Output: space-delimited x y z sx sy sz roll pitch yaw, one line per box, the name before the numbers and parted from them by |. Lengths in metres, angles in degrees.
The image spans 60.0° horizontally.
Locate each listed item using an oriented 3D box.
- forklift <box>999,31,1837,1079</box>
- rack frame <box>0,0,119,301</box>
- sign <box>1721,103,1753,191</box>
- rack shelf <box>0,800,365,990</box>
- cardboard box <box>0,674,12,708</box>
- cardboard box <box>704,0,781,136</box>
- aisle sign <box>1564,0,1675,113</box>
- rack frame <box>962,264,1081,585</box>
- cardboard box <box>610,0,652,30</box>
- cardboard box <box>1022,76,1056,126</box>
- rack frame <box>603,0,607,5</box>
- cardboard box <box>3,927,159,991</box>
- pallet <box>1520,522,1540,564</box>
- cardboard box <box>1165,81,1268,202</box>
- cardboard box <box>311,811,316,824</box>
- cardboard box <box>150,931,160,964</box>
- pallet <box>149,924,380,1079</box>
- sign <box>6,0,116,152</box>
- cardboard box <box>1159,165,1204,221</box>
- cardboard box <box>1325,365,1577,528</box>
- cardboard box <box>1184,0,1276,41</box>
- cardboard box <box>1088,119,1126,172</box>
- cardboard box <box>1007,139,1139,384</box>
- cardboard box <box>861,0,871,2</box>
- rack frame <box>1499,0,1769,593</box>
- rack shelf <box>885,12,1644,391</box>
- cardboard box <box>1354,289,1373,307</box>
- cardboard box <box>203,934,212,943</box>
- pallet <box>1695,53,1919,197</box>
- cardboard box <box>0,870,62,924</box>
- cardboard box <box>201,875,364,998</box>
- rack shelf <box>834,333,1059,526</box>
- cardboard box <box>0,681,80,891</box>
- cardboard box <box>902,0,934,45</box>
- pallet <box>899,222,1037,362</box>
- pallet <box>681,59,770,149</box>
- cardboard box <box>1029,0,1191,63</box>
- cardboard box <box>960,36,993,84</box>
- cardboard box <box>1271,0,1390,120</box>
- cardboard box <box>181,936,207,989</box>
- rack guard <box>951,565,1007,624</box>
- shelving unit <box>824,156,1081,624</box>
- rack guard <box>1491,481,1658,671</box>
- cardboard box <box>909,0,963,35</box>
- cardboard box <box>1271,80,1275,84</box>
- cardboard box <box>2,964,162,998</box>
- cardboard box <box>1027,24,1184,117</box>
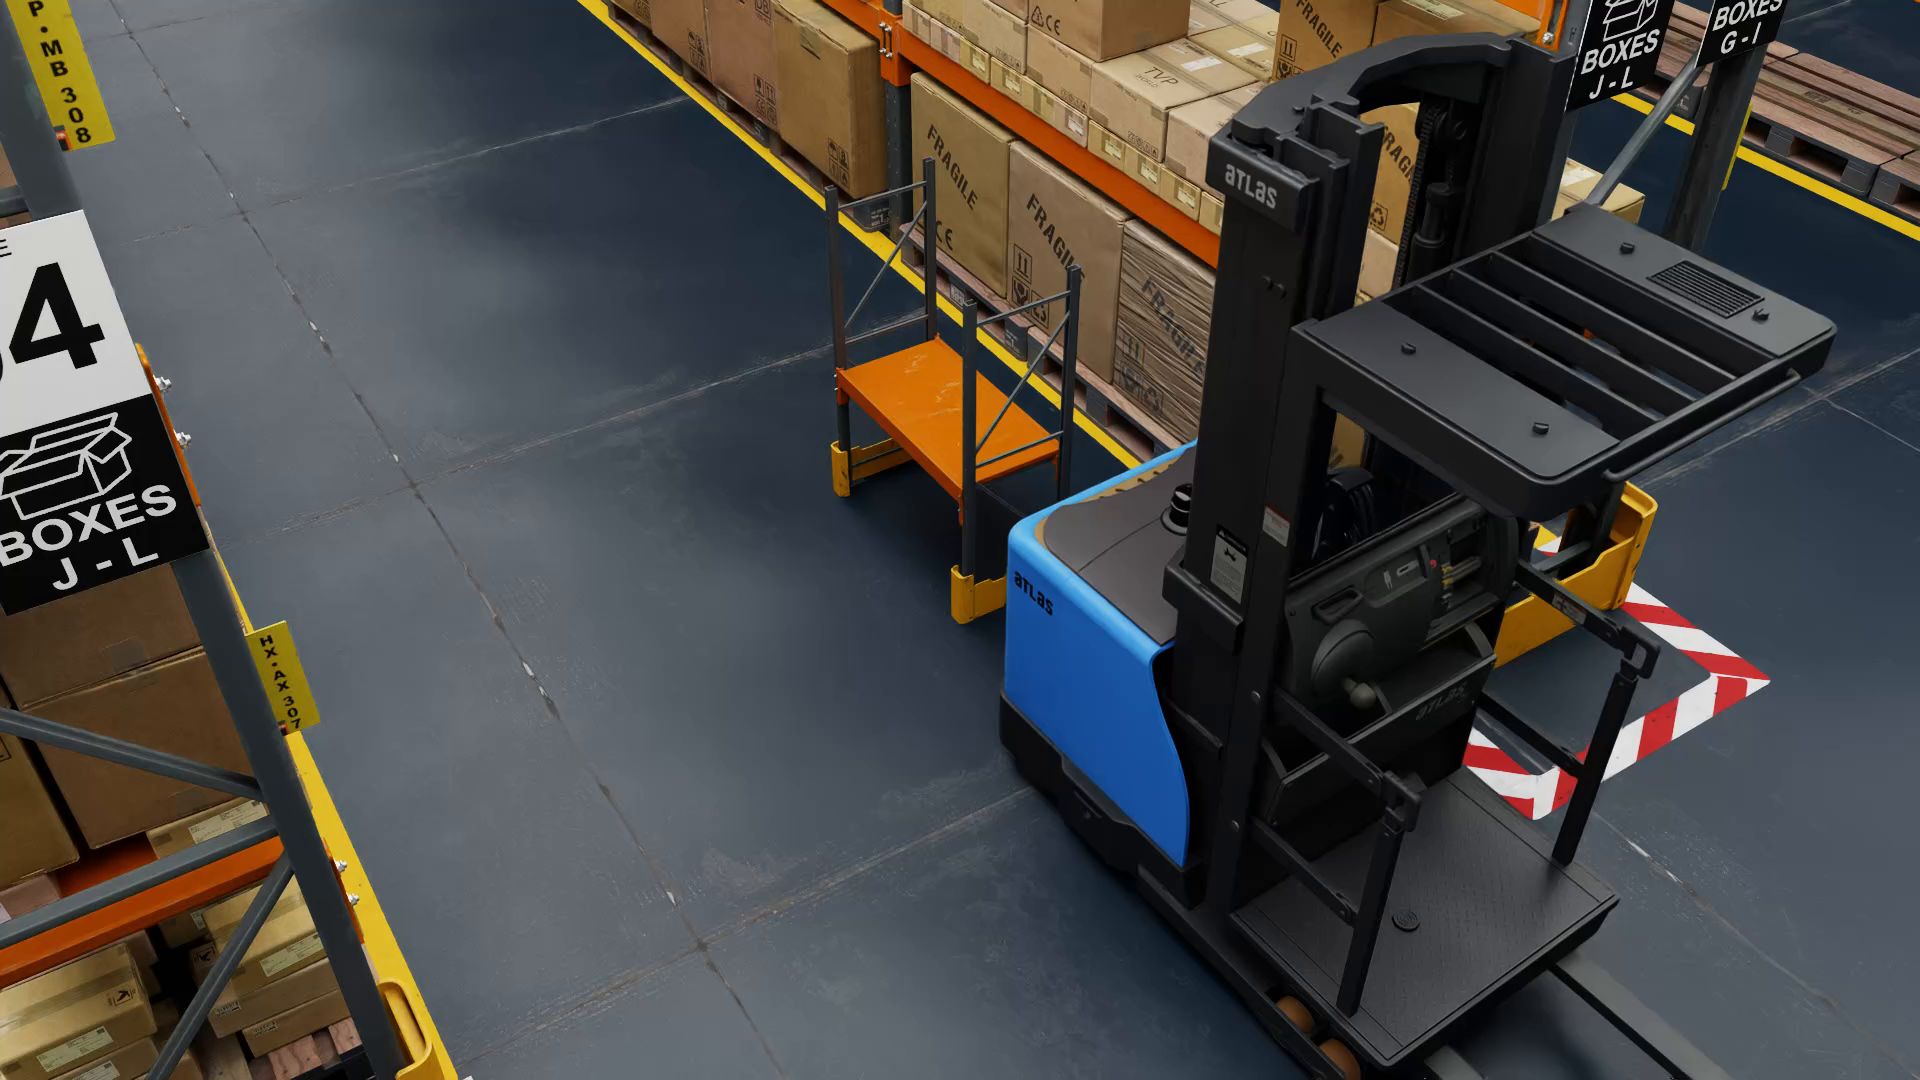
forklift | 1.409 0.240 4.673 1.130 2.935 3.031 -24 46 -26
rack frame | -2.024 -1.461 1.973 1.000 3.000 0.127 -22 45 -24
sign | 2.684 -1.359 5.800 0.100 0.325 0.005 -22 45 -24
rack shelf | -3.099 0.041 5.419 1.077 0.370 4.000 -22 45 -24
cardboard box | -2.479 0.146 3.640 0.500 0.500 0.500 -23 45 -25
cardboard box | -0.780 -3.133 9.999 1.225 0.875 0.875 -24 45 -26
aisle sign | 1.998 -1.665 4.874 0.394 0.787 0.004 -22 45 -24
rack frame | 0.227 -0.348 6.496 0.500 1.500 0.032 -22 45 -24
cardboard box | -1.735 -4.092 11.149 1.225 0.875 0.875 -24 46 -26
cardboard box | 0.505 -2.034 7.544 0.380 0.149 0.250 -23 45 -25
rack frame | -2.089 -5.126 11.059 1.000 3.000 0.127 -22 45 -24
cardboard box | -2.609 1.196 4.906 0.380 0.149 0.250 -21 44 -24
pallet | 1.717 -0.142 7.255 1.003 0.211 1.213 -22 45 -24
cardboard box | 1.182 -1.584 6.693 0.500 0.250 0.500 -24 45 -26
cardboard box | -2.296 0.862 5.306 0.380 0.149 0.250 -22 45 -25
cardboard box | -2.776 1.290 5.258 0.380 0.149 0.250 -22 45 -25
pallet | -2.471 1.424 5.376 1.003 0.211 1.213 -22 45 -24
sign | -1.566 -0.831 2.878 0.100 0.325 0.005 -22 45 -24
cardboard box | 1.053 -1.481 6.881 0.380 0.149 0.250 -22 45 -24
cardboard box | 1.801 -0.472 6.804 0.875 0.875 0.875 -22 45 -24
cardboard box | 1.075 -2.322 7.579 0.500 0.250 0.500 -21 44 -24
cardboard box | 0.780 -1.756 7.210 0.380 0.149 0.250 -24 45 -26
cardboard box | 0.833 -1.443 7.970 0.875 0.875 0.875 -22 45 -24
cardboard box | -0.420 -3.164 8.626 0.500 0.500 0.500 -22 45 -24
rack frame | 2.213 -0.809 5.877 1.000 3.000 0.127 -22 45 -24
rack shelf | 1.137 -1.612 7.403 1.077 0.370 4.000 -22 45 -24
cardboard box | 1.602 -0.931 6.220 0.380 0.149 0.250 -22 44 -24
cardboard box | -2.189 1.125 5.223 0.380 0.149 0.250 -22 45 -25
pallet | 5.326 -2.558 10.155 1.003 0.211 1.213 -22 45 -24
cardboard box | -2.437 0.862 4.069 0.380 0.149 0.250 -22 45 -24
cardboard box | -2.019 1.150 4.961 0.380 0.149 0.250 -24 46 -26
rack shelf | -0.046 -0.484 6.940 0.538 0.185 1.000 -22 45 -24
cardboard box | -2.482 0.538 3.951 0.500 0.500 0.500 -21 44 -24
cardboard box | -0.060 -2.597 8.219 0.380 0.149 0.250 -22 45 -24
pallet | 0.405 -1.459 8.836 1.003 0.211 1.213 -22 45 -24
pallet | -1.077 -2.946 10.620 1.003 0.211 1.213 -22 45 -24
cardboard box | 0.646 -2.418 7.108 0.500 0.500 0.500 -24 45 -26
cardboard box | 0.224 -2.313 7.879 0.380 0.149 0.250 -21 44 -23
cardboard box | 1.630 -2.053 6.669 0.500 0.500 0.500 -23 45 -26
cardboard box | -2.245 1.272 5.279 0.380 0.149 0.250 -22 45 -25
rack guard | 0.227 0.132 6.897 0.587 0.250 0.087 -22 45 -24
shelving unit | -0.041 -0.617 6.819 0.587 1.500 1.083 -22 45 -24
rack guard | 2.226 0.165 6.662 1.175 0.500 0.348 -22 45 -24
cardboard box | 0.094 -2.680 8.008 0.500 0.250 0.500 -23 45 -25
cardboard box | 1.630 -1.768 6.913 0.500 0.250 0.500 -24 45 -26
cardboard box | -2.643 1.318 4.992 0.380 0.149 0.250 -23 45 -25
cardboard box | 0.640 -2.133 7.351 0.500 0.250 0.500 -21 44 -23
